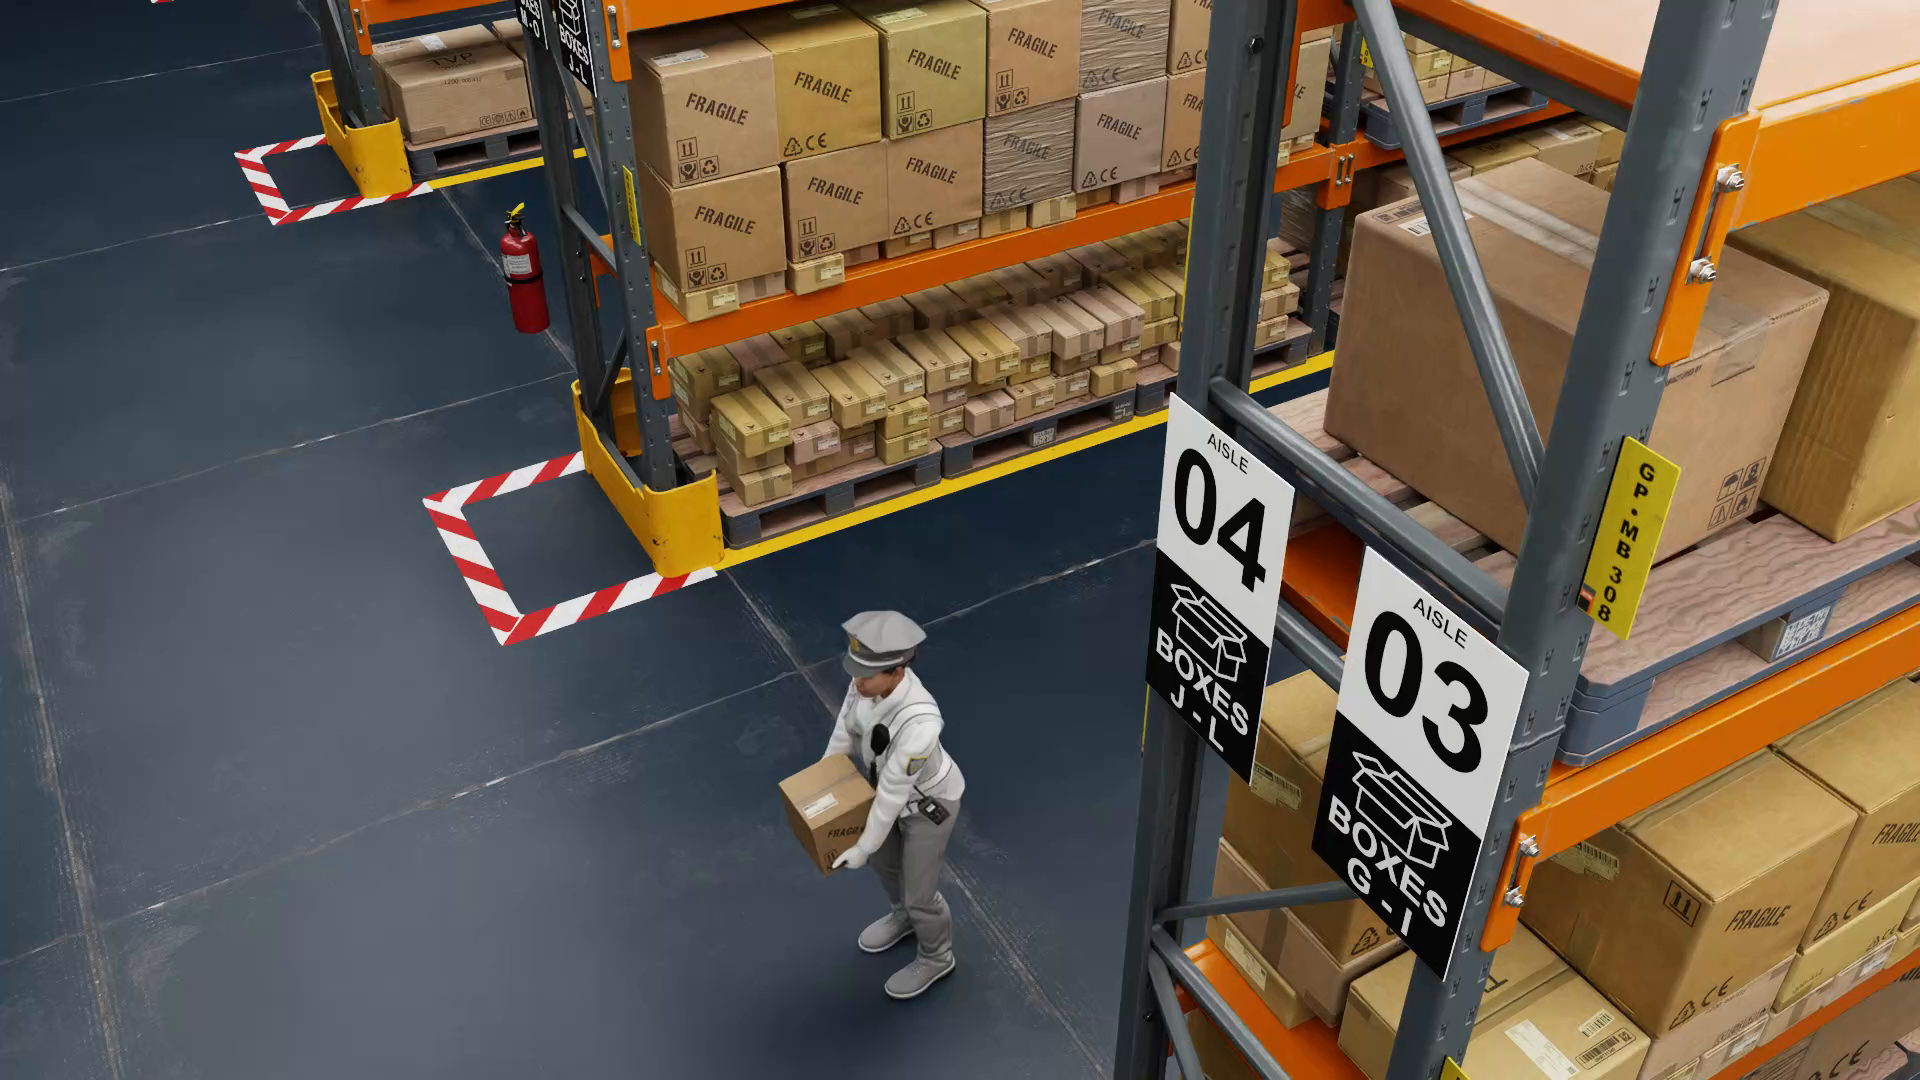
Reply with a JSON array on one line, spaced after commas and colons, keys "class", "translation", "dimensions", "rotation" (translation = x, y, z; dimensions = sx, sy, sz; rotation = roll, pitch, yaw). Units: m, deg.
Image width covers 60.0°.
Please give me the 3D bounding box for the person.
[{"class": "person", "translation": [-0.254, 0.926, 5.704], "dimensions": [0.542, 1.665, 0.415], "rotation": [-20, 41, -24]}]
